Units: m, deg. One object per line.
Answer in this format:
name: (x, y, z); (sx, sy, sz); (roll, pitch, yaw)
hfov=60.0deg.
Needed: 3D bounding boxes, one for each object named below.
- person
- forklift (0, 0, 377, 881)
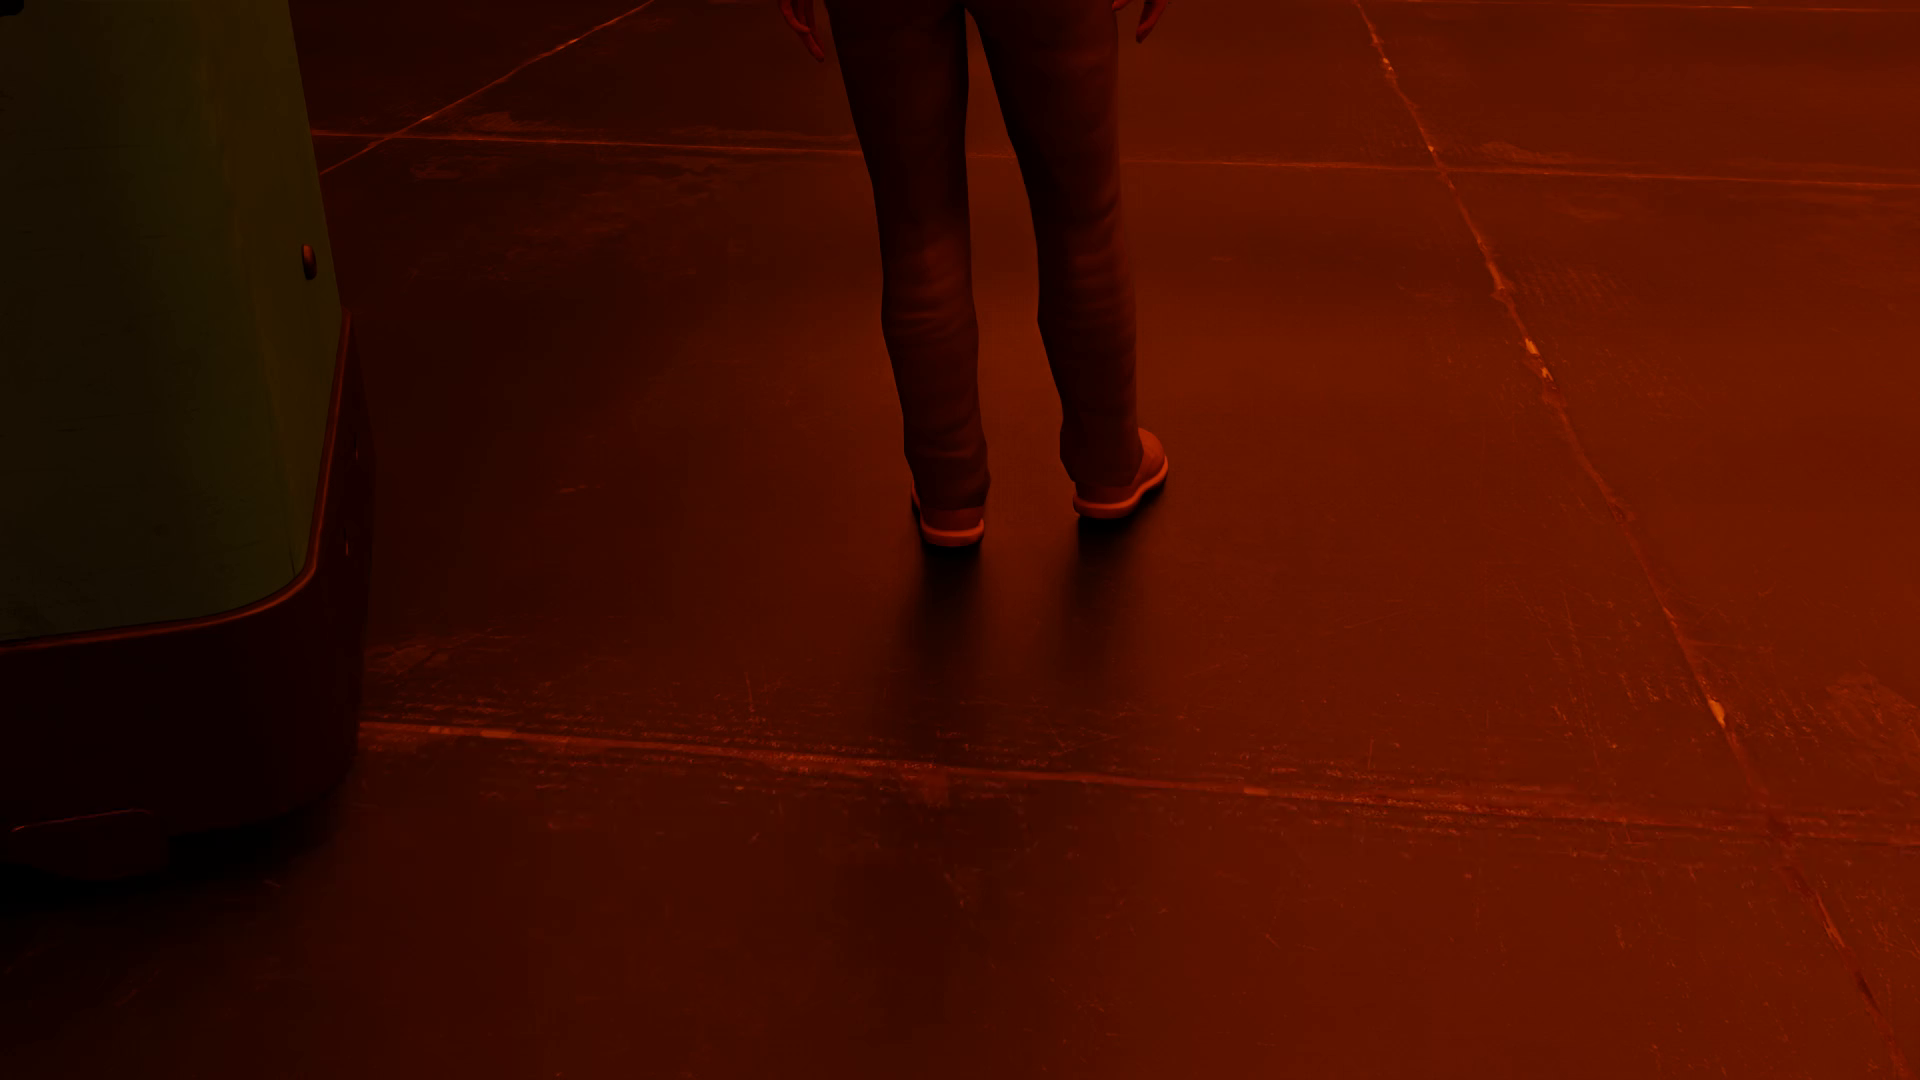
person: (0.031, -0.785, 2.203); (0.570, 1.657, 0.502); (3, 27, 7)
forklift: (-2.248, -1.002, 1.226); (3.031, 2.935, 1.130); (-7, 27, -14)
